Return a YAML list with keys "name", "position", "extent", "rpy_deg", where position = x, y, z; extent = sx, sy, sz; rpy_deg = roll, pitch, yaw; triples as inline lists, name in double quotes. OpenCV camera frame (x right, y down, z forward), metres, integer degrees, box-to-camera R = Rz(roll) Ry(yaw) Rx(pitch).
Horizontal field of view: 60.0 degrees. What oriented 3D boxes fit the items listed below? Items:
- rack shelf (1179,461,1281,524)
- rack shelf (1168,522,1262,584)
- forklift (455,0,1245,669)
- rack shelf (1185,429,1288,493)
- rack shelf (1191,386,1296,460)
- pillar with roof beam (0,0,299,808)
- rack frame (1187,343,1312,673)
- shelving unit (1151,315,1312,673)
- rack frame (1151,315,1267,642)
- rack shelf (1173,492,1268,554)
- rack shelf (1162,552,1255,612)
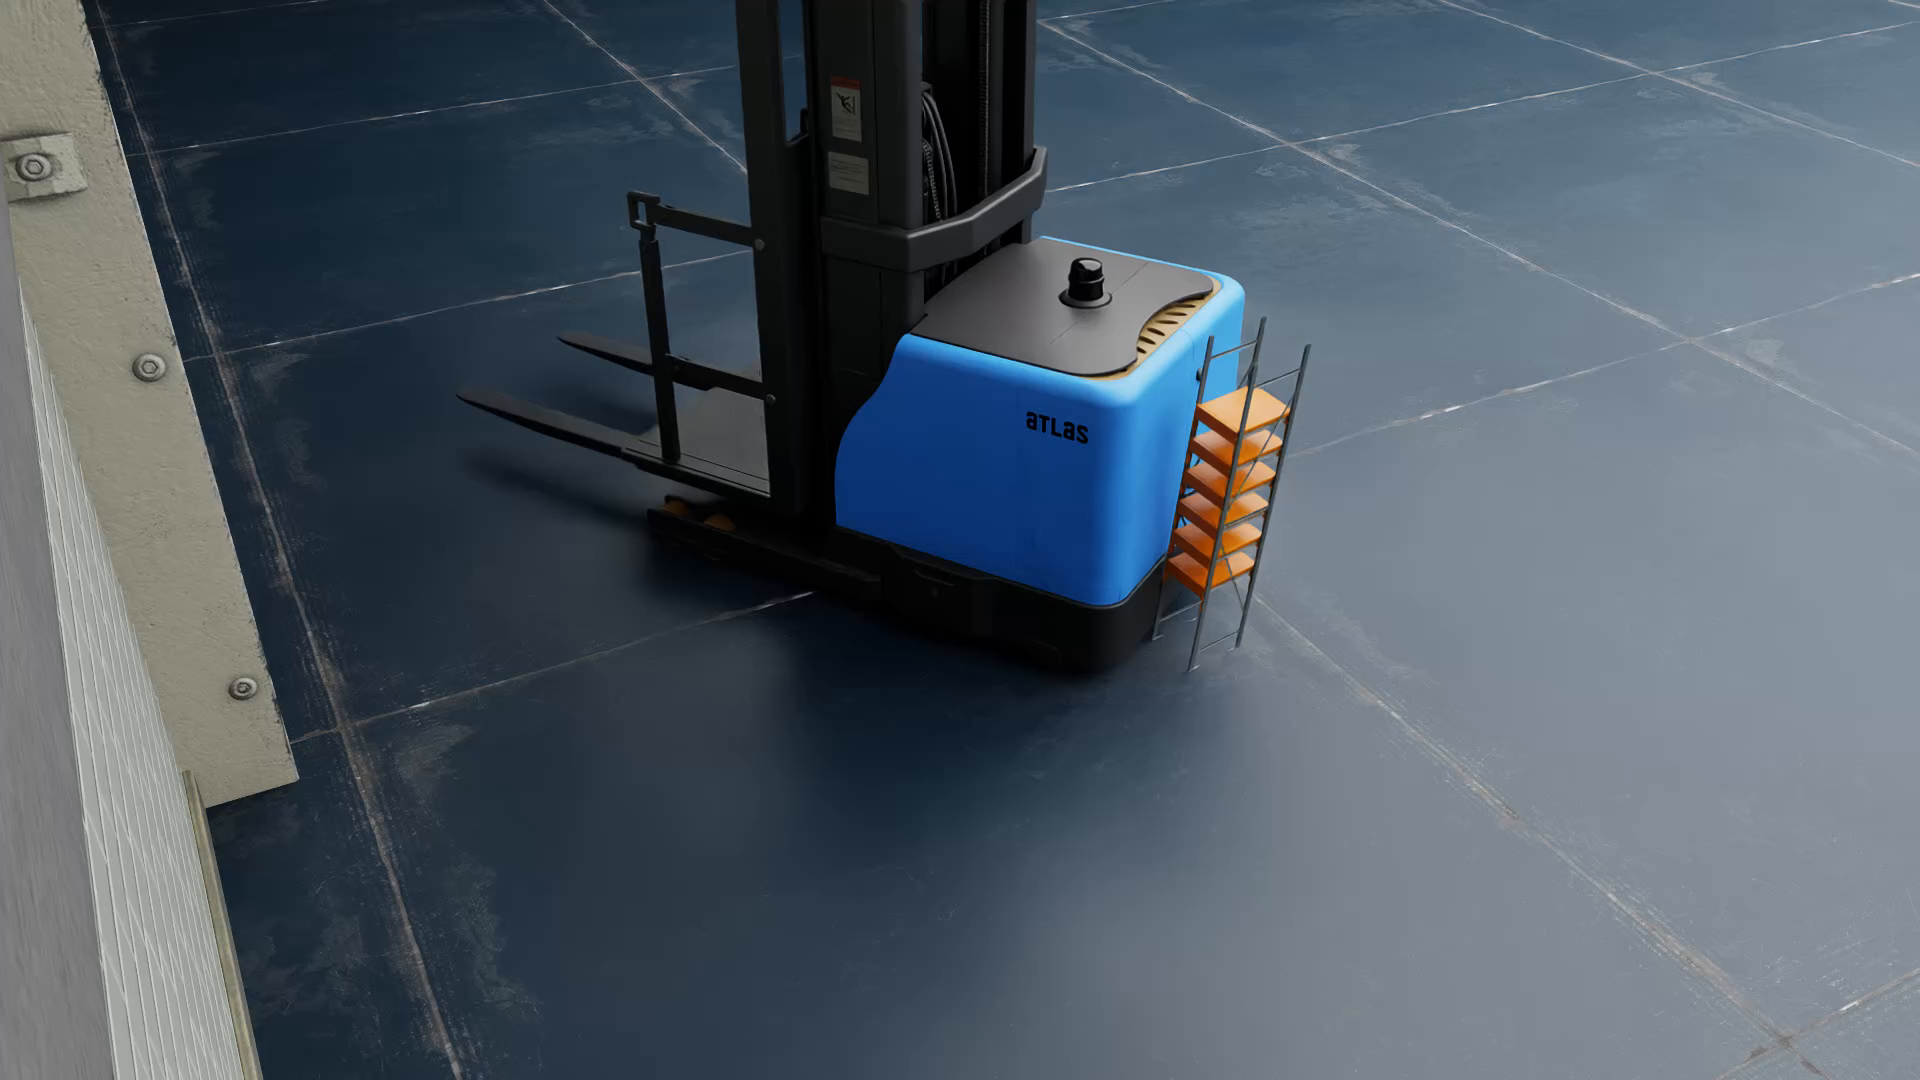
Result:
- name: "rack shelf"
  position: [0.846, -0.177, 5.216]
  extent: [0.258, 0.103, 0.180]
  rpy_deg: [-22, 46, -31]
- name: "rack shelf"
  position: [0.828, 0.011, 5.364]
  extent: [0.258, 0.103, 0.180]
  rpy_deg: [-22, 46, -31]
- name: "forklift"
  position: [-0.563, -1.385, 5.650]
  extent: [3.031, 2.935, 1.130]
  rpy_deg: [17, 36, 25]
- name: "rack shelf"
  position: [0.854, -0.271, 5.142]
  extent: [0.258, 0.103, 0.180]
  rpy_deg: [-22, 46, -31]
- name: "rack shelf"
  position: [0.863, -0.365, 5.068]
  extent: [0.258, 0.103, 0.180]
  rpy_deg: [-22, 46, -31]
- name: "pillar with roof beam"
  position: [1.568, -4.197, 4.414]
  extent: [9.100, 9.000, 0.400]
  rpy_deg: [-16, 36, -23]
- name: "rack frame"
  position: [0.895, -0.069, 5.207]
  extent: [0.240, 1.200, 0.006]
  rpy_deg: [-22, 46, -31]
- name: "shelving unit"
  position: [0.840, -0.118, 5.262]
  extent: [0.258, 1.200, 0.189]
  rpy_deg: [-22, 46, -31]
- name: "rack frame"
  position: [0.785, -0.166, 5.318]
  extent: [0.240, 1.200, 0.006]
  rpy_deg: [-22, 46, -31]
- name: "rack shelf"
  position: [0.837, -0.083, 5.290]
  extent: [0.258, 0.103, 0.180]
  rpy_deg: [-22, 46, -31]
- name: "rack shelf"
  position: [0.820, 0.105, 5.438]
  extent: [0.258, 0.103, 0.180]
  rpy_deg: [-22, 46, -31]
